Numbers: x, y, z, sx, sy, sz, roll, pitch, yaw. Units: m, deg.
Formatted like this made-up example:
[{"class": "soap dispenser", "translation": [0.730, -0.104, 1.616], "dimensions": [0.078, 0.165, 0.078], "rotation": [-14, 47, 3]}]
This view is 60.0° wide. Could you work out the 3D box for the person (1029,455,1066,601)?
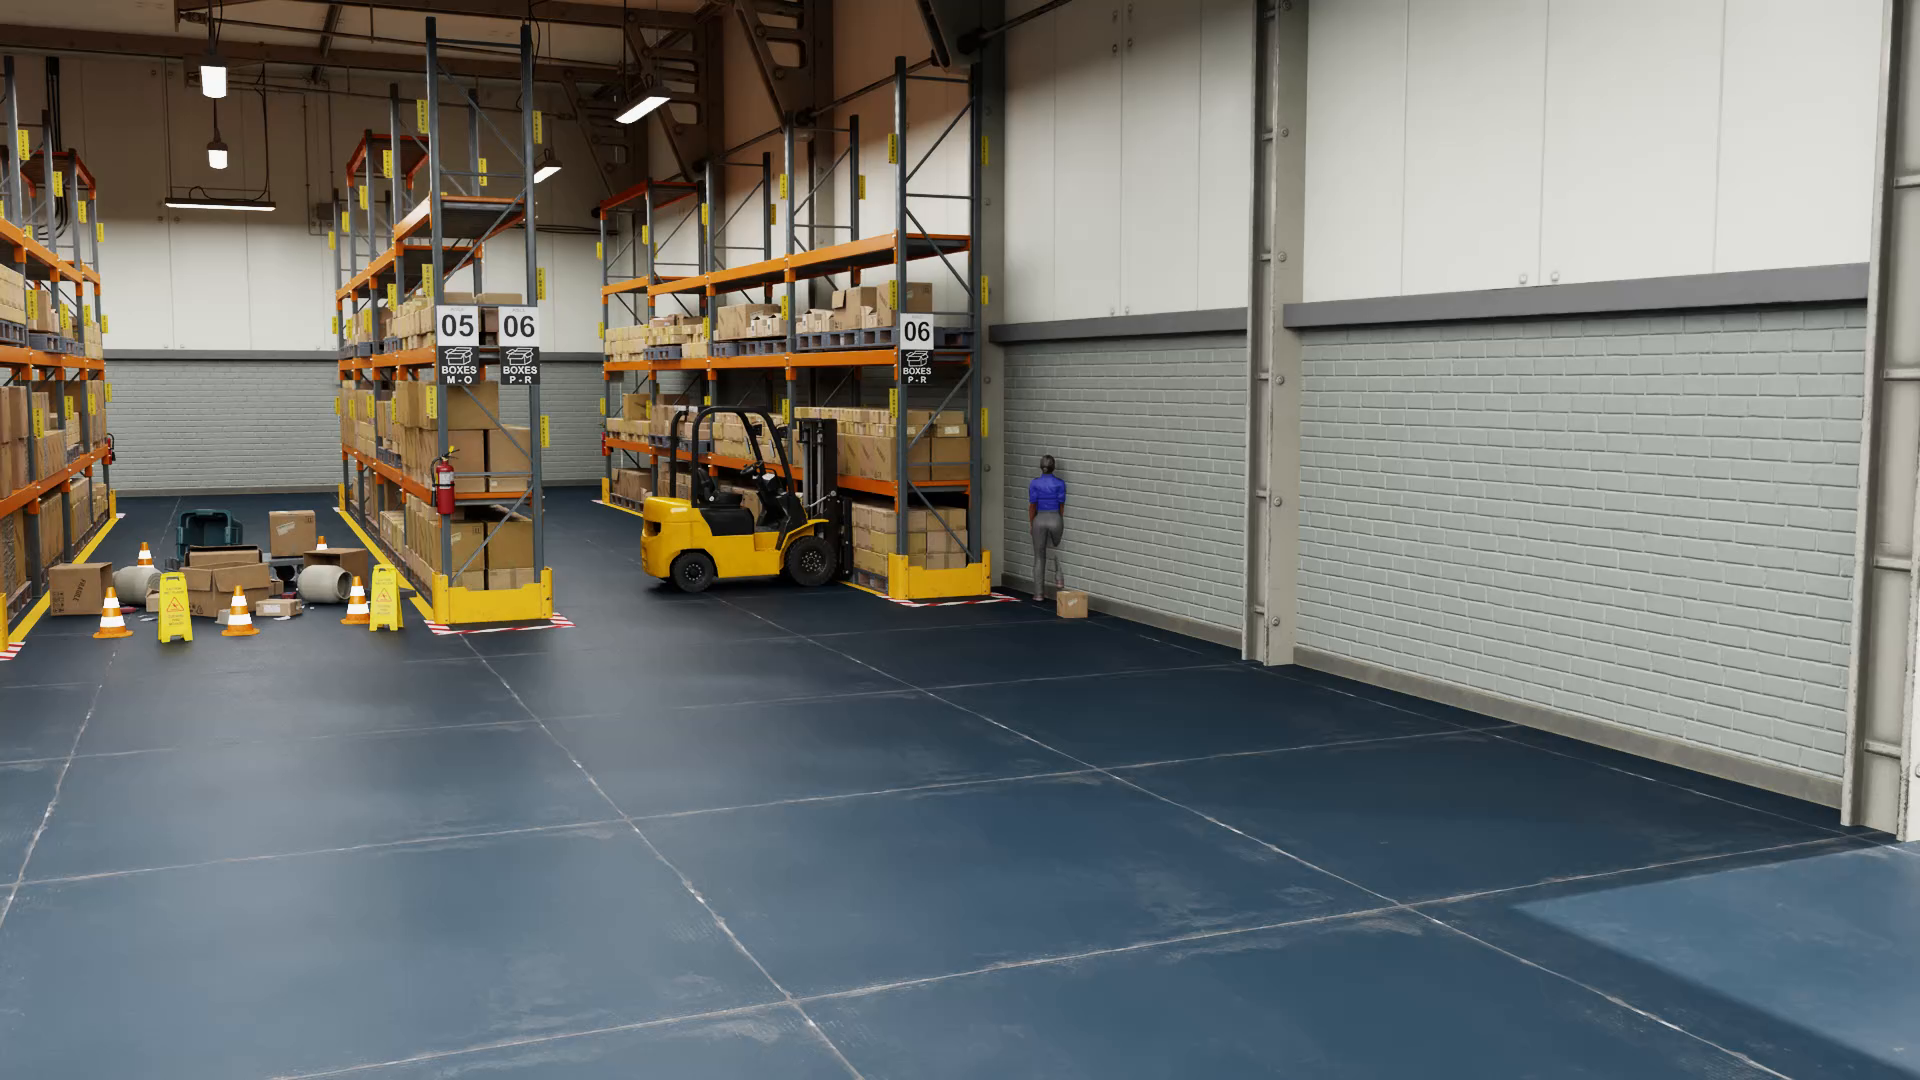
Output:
[{"class": "person", "translation": [0.997, -0.138, 18.544], "dimensions": [0.452, 1.640, 0.515], "rotation": [1, 6, 5]}]
